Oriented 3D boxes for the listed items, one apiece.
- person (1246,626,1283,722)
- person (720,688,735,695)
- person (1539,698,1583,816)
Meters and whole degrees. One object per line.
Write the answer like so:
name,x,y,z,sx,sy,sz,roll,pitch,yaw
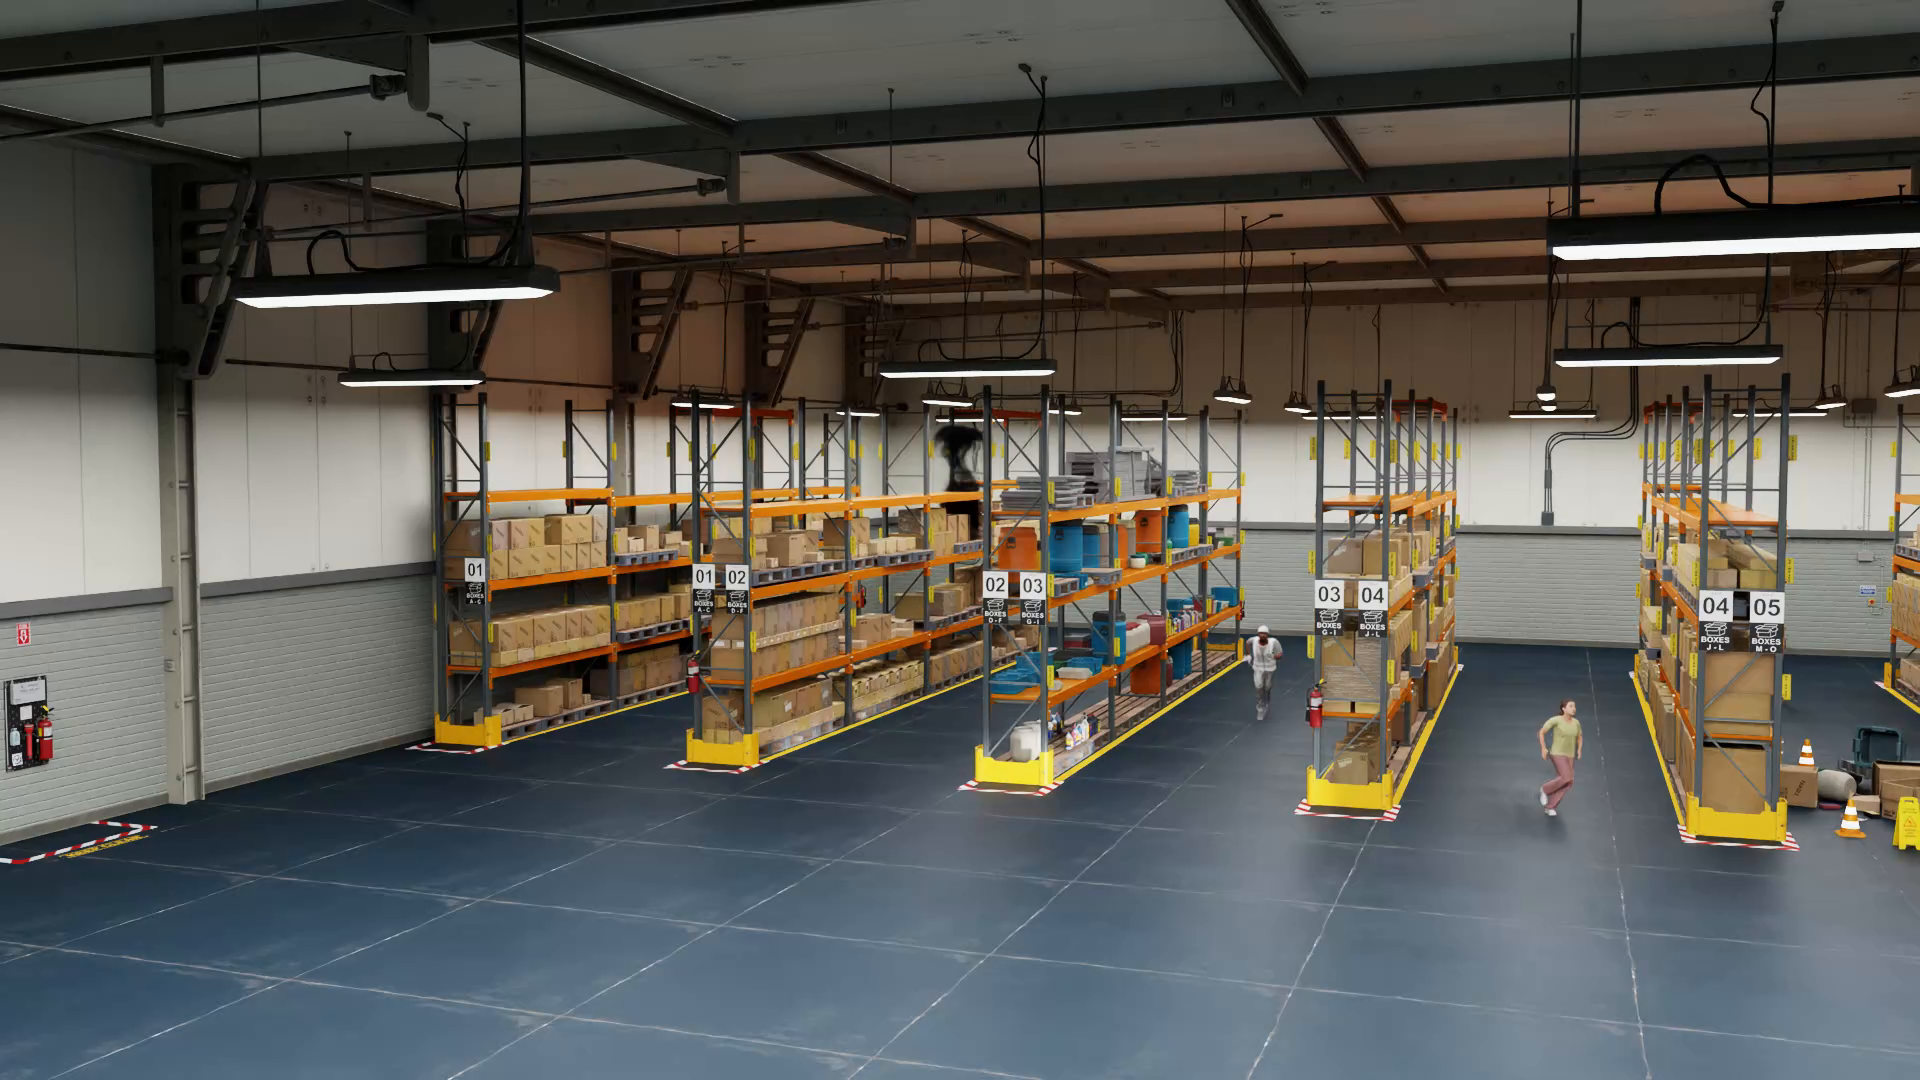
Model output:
person,5.712,2.473,31.229,0.675,1.791,0.983,0,3,9
person,-4.230,2.538,30.346,0.558,1.681,0.901,0,3,9
person,8.335,2.982,22.853,0.613,1.596,0.508,-1,3,-15
